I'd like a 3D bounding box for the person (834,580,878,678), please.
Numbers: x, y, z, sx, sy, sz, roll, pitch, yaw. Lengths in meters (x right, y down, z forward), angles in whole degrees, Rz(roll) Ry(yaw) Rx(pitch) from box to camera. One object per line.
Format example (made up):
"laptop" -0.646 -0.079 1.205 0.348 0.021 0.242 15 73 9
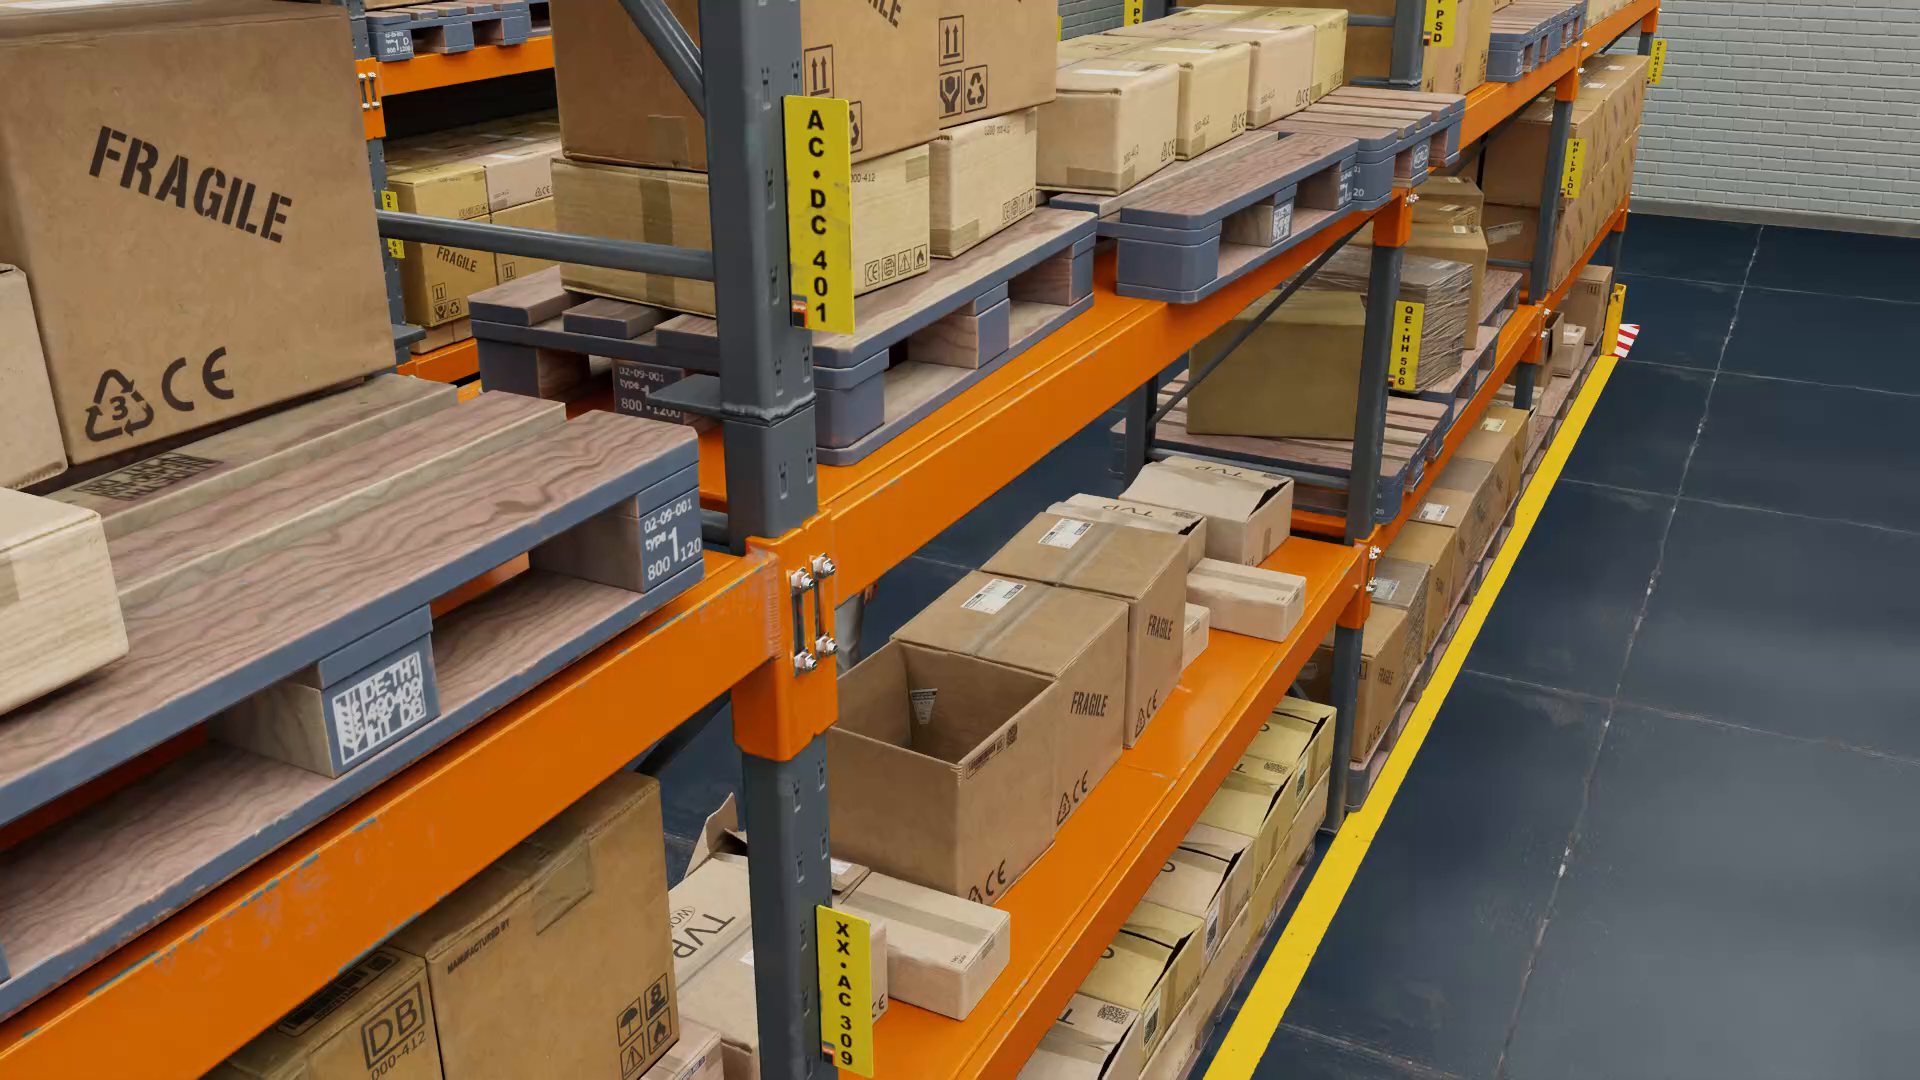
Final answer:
"person" -0.586 0.130 7.286 0.508 1.673 0.407 10 25 23
